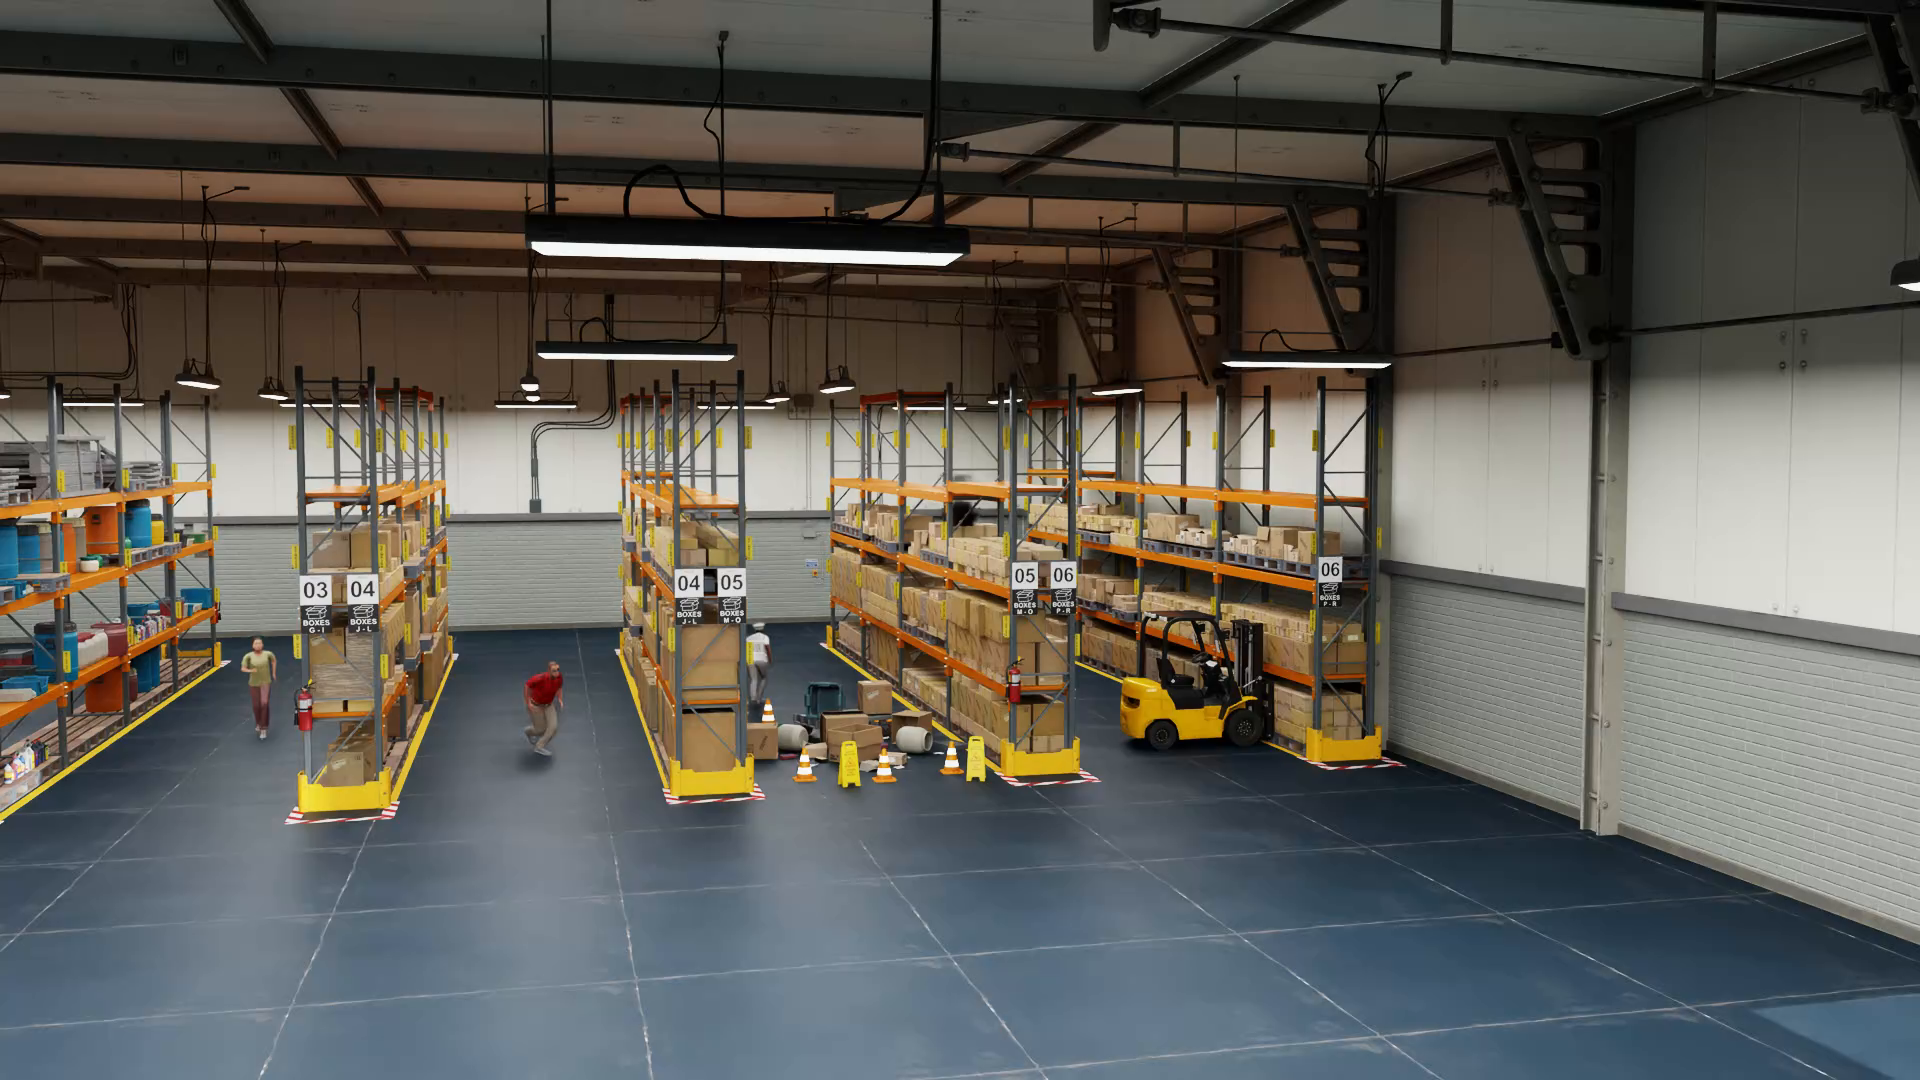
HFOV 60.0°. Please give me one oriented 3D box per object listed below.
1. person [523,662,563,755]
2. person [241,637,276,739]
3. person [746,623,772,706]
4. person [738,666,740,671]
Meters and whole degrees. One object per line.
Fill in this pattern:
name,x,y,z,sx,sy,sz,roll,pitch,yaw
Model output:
person,-6.662,2.667,26.448,0.887,1.527,0.678,3,5,44
person,-11.869,2.484,28.158,0.520,1.722,0.824,-1,4,-17
person,-3.842,2.371,31.303,0.578,1.514,1.032,0,3,6
person,-5.009,2.089,36.194,0.761,1.483,0.935,1,3,10
